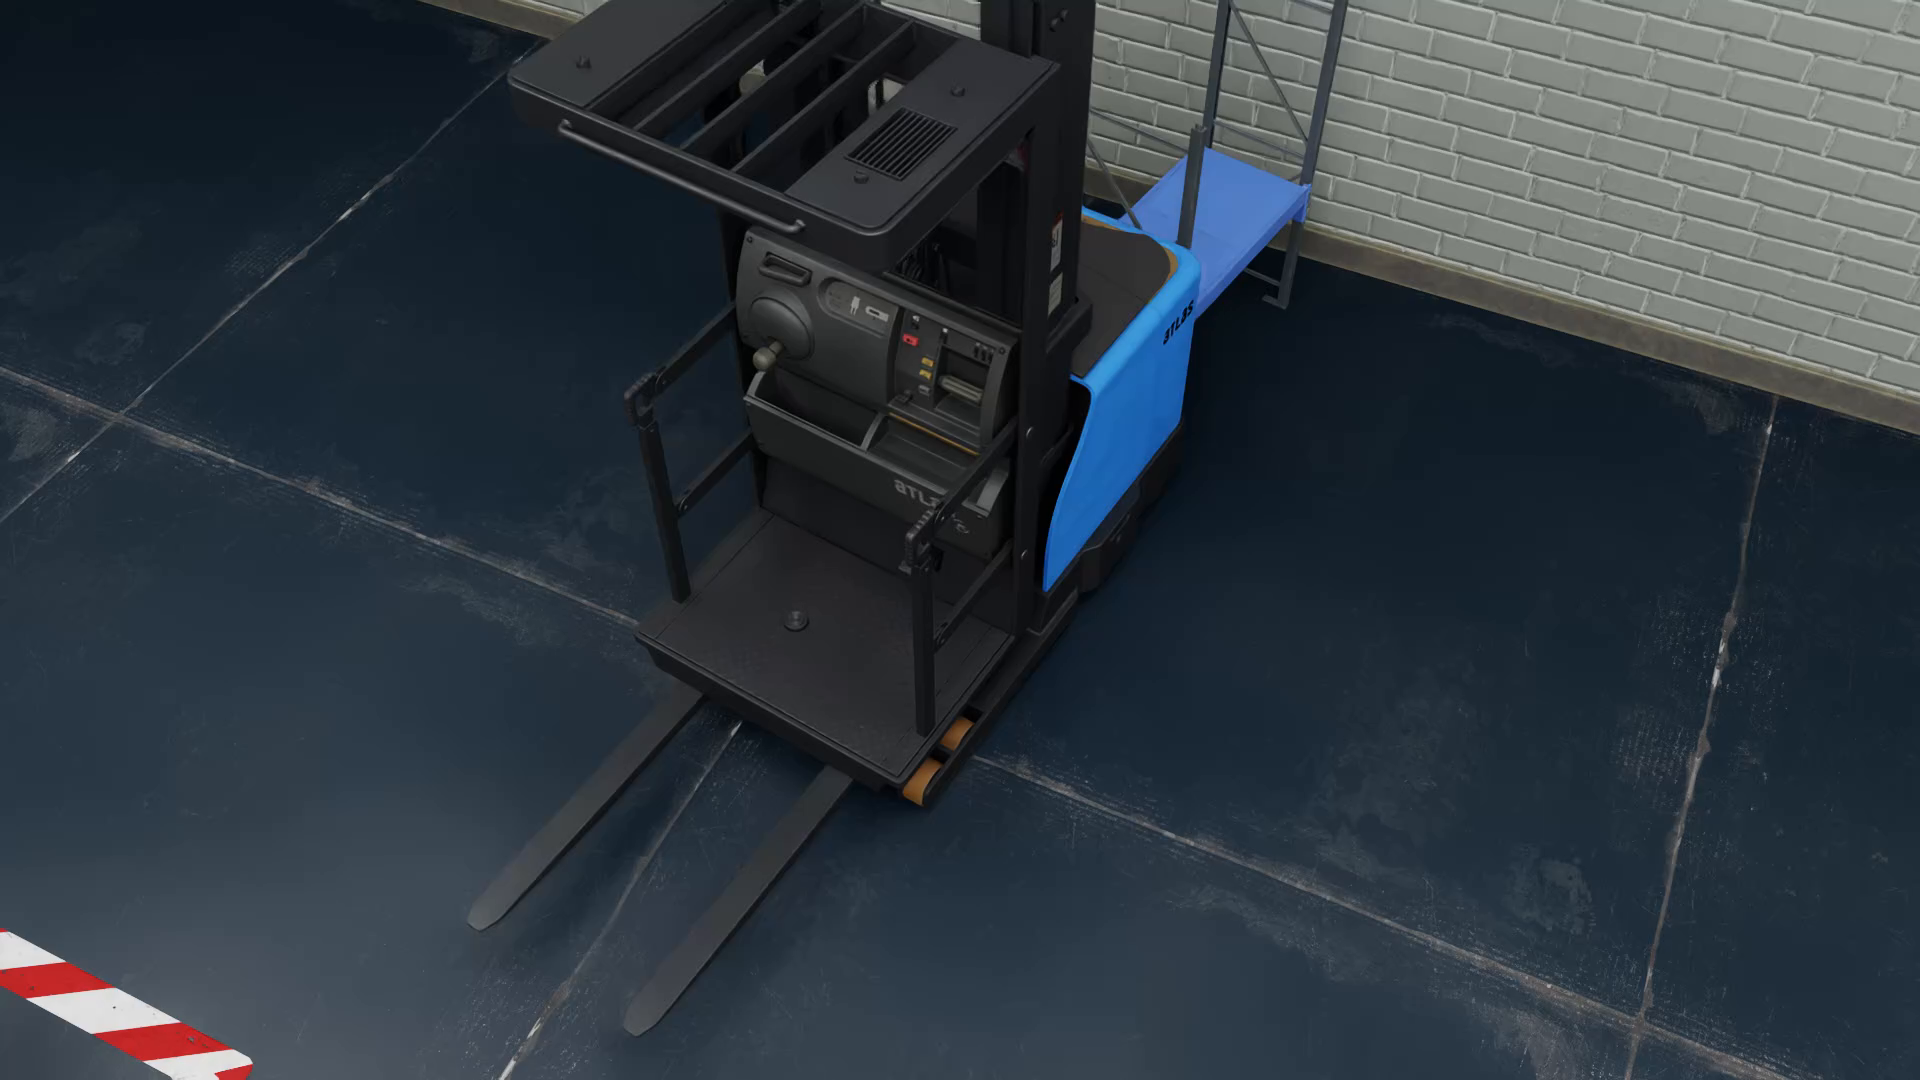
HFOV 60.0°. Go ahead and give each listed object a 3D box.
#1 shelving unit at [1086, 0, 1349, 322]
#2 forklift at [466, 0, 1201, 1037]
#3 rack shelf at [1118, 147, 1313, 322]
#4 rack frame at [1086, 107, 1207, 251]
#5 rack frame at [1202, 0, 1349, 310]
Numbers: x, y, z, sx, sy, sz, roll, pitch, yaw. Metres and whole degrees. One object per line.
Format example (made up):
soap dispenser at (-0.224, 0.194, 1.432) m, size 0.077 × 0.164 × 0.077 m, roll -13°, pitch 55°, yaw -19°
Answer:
shelving unit at (0.893, -1.274, 6.349) m, size 0.538 × 1.500 × 1.048 m, roll 29°, pitch 55°, yaw 22°
forklift at (-0.380, -0.490, 4.742) m, size 1.130 × 2.935 × 3.031 m, roll 26°, pitch 54°, yaw 21°
rack shelf at (0.893, -1.157, 6.486) m, size 0.538 × 0.185 × 1.000 m, roll 29°, pitch 55°, yaw 22°
rack frame at (0.595, -0.960, 6.082) m, size 0.500 × 1.500 × 0.032 m, roll 29°, pitch 55°, yaw 22°
rack frame at (1.190, -1.588, 6.616) m, size 0.500 × 1.500 × 0.032 m, roll 29°, pitch 55°, yaw 22°
